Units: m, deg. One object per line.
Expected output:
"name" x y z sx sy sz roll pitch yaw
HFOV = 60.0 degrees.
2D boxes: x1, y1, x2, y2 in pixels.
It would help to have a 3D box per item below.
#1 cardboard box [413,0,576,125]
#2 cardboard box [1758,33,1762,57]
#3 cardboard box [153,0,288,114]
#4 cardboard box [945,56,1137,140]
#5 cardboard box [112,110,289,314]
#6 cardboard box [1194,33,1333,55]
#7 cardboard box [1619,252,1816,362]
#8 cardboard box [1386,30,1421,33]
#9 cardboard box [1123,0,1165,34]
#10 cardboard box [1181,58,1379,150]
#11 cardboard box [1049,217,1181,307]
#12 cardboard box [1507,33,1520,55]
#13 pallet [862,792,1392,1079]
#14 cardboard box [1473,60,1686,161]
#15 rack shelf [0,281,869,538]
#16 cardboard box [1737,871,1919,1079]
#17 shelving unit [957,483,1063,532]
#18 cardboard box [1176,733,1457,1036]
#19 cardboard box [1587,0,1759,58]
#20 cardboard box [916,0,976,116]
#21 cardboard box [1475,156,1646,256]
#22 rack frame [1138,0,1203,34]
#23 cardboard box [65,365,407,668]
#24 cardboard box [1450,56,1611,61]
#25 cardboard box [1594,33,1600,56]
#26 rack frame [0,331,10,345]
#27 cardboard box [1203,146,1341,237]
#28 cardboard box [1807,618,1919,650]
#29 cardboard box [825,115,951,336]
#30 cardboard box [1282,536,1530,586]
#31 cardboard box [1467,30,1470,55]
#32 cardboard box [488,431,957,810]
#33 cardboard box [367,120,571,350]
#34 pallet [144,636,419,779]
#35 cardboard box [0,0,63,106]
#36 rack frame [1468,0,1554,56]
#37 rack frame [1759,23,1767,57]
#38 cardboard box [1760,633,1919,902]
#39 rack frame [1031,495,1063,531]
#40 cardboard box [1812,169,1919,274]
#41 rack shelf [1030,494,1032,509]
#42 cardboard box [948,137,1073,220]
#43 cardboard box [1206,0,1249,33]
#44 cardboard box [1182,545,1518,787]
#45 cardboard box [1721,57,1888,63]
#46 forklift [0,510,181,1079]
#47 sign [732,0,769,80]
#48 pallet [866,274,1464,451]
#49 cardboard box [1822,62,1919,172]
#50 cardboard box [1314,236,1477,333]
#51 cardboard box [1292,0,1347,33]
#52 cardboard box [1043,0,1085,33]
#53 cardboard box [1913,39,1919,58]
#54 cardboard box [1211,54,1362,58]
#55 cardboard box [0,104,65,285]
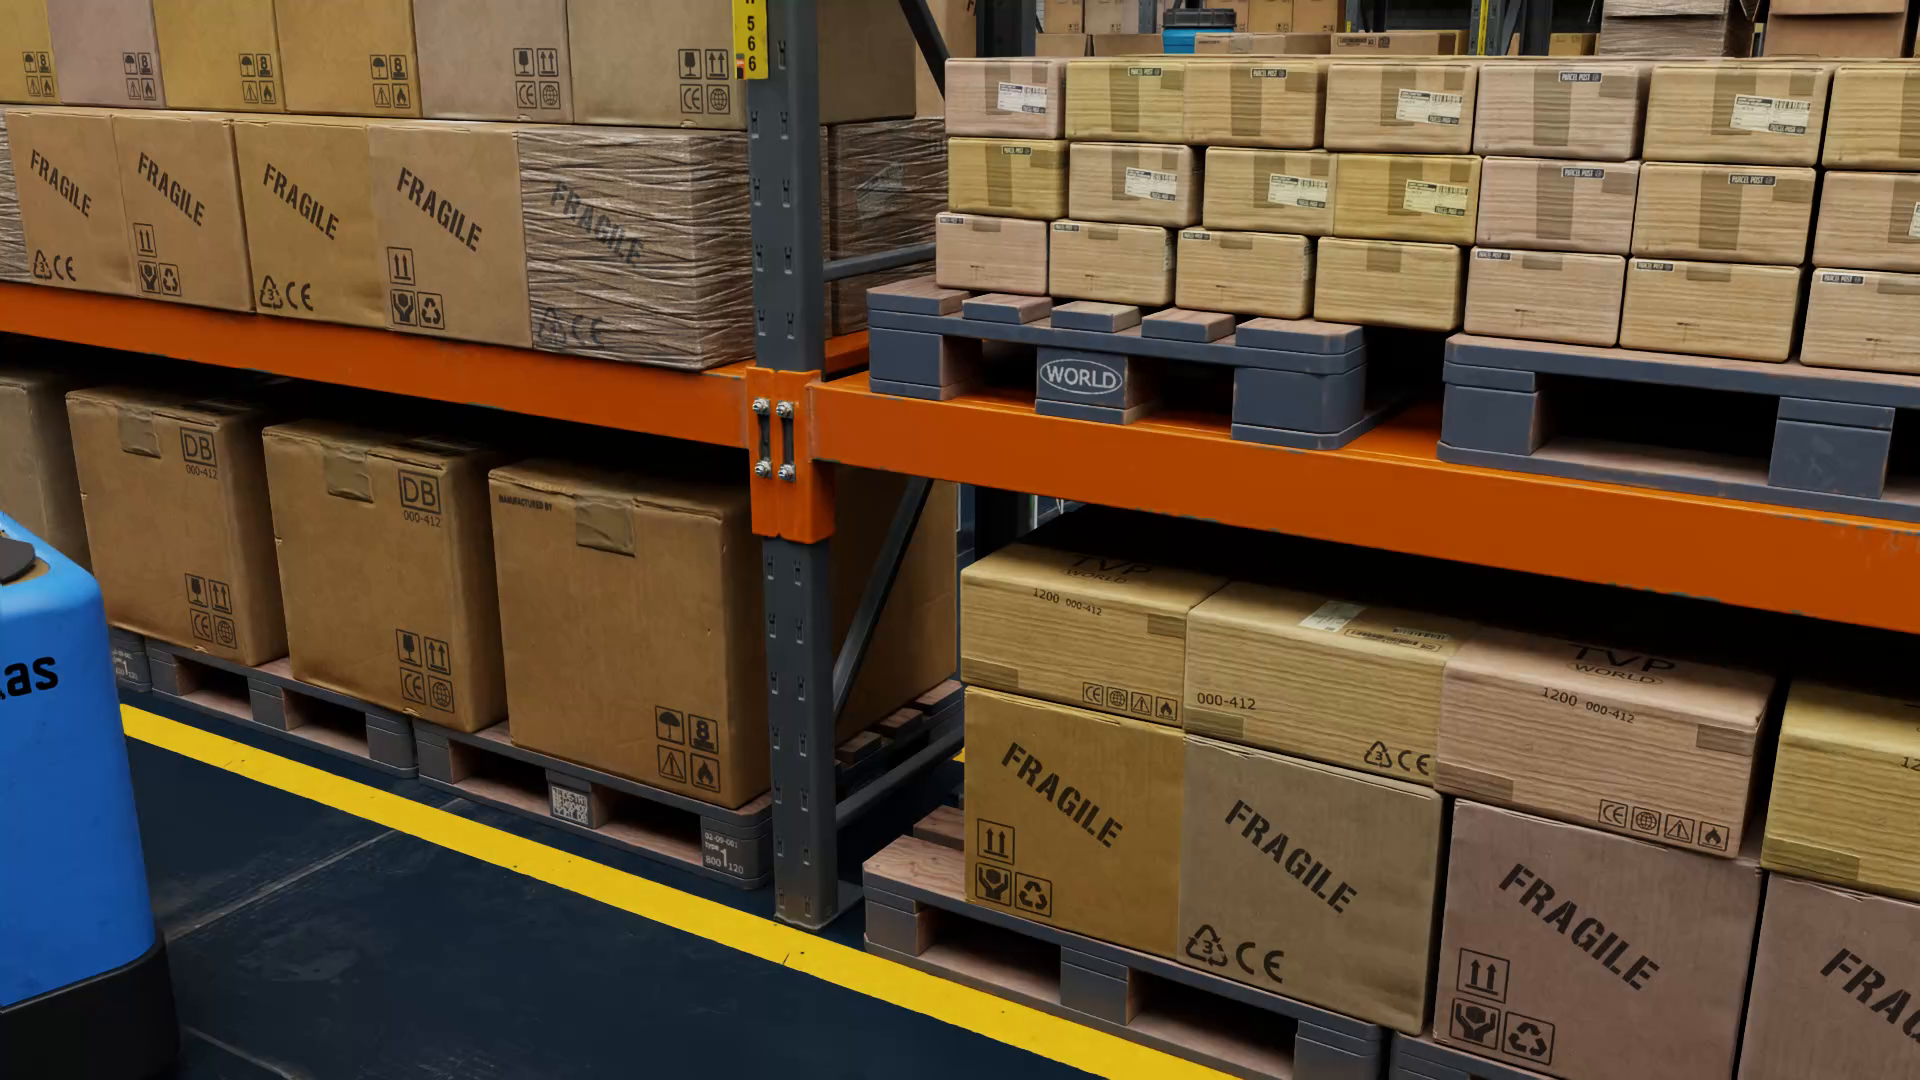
"cardboard box" -0.932 -1.324 4.188 0.500 0.500 0.700 10 19 29
"cardboard box" 9.930 -5.871 20.121 0.500 0.500 0.700 8 18 24
"cardboard box" -1.806 -1.480 4.699 0.500 0.500 0.700 10 20 30
"cardboard box" 0.173 -0.897 3.360 0.250 0.149 0.380 10 20 30
"cardboard box" -1.937 -0.930 4.609 0.500 0.500 0.500 10 20 31
"cardboard box" 1.549 -2.245 8.216 0.500 0.500 0.700 14 22 38
"cardboard box" 1.283 -0.412 2.787 0.250 0.149 0.380 10 20 31
"cardboard box" 5.934 -6.519 22.115 0.500 0.500 0.500 10 20 30
"cardboard box" 2.246 -5.965 18.953 0.500 0.500 0.700 10 20 30
"cardboard box" 0.606 -0.819 3.104 0.250 0.149 0.380 10 20 30
"cardboard box" 0.381 -0.573 3.315 0.250 0.149 0.380 11 20 33
"cardboard box" 7.343 -6.325 21.614 0.500 0.500 0.700 10 20 30
"pallet" 0.542 0.803 3.875 1.213 0.211 1.003 10 20 30
"cardboard box" 1.063 -0.738 2.836 0.250 0.149 0.380 11 20 33
"rack shelf" -1.828 -0.611 4.969 4.000 0.370 1.077 10 20 30
"cardboard box" 1.651 0.745 2.845 0.500 0.500 0.500 10 19 29
"shelving unit" 0.141 -0.549 6.624 0.503 1.200 0.258 10 20 30
"cardboard box" 0.776 0.591 3.354 0.500 0.500 0.500 10 20 31
"cardboard box" 3.173 -2.276 7.316 0.637 0.503 0.797 11 20 32
"cardboard box" -0.246 -2.805 9.199 1.000 1.000 1.000 10 20 30
"cardboard box" 1.072 -0.594 2.873 0.250 0.149 0.380 10 20 30
"rack frame" 1.742 -3.699 13.897 0.127 3.000 1.000 10 20 30
"cardboard box" -2.136 -0.164 5.408 0.750 0.750 1.050 10 20 30
"cardboard box" 1.200 -0.937 3.491 0.250 0.149 0.380 11 20 32
"cardboard box" 8.392 -6.146 21.024 0.500 0.500 0.700 13 21 38
"rack frame" -3.532 -1.259 5.866 0.127 3.000 1.000 10 20 30
"cardboard box" 0.645 -0.670 3.124 0.250 0.149 0.380 9 19 28
"cardboard box" 1.906 0.257 3.162 0.500 0.250 0.500 11 20 32
"cardboard box" -0.365 -0.834 4.293 0.500 0.500 0.500 10 20 31
"cardboard box" 1.033 0.099 3.683 0.500 0.250 0.500 10 20 31
"cardboard box" 6.636 -6.572 22.291 0.500 0.500 0.500 10 19 29
"cardboard box" -0.595 0.110 4.507 0.750 0.750 1.050 10 19 29
"cardboard box" -1.072 -0.777 4.106 0.500 0.500 0.500 10 20 30
"pallet" -1.791 0.359 5.336 1.213 0.211 1.003 10 20 30
"cardboard box" -2.666 -1.634 5.206 0.500 0.500 0.700 10 19 29
"rack frame" 2.558 -1.864 7.856 0.127 3.000 1.000 10 20 30
"rack frame" 7.746 -4.317 15.931 0.127 3.000 1.000 10 20 30
"cardboard box" 1.629 0.385 2.741 0.500 0.250 0.500 9 19 28
"rack frame" 0.349 -0.512 6.502 0.015 1.200 0.240 10 20 30
"cardboard box" 1.513 -0.515 2.614 0.250 0.149 0.380 11 20 32
"rack shelf" 0.141 -0.258 6.712 0.480 0.148 0.258 10 20 30
"cardboard box" 0.183 -0.751 3.389 0.250 0.149 0.380 11 20 33
"cardboard box" 3.098 -5.813 18.452 0.500 0.500 0.700 10 20 30
"cardboard box" 0.770 0.227 3.259 0.500 0.250 0.500 10 19 29
"cardboard box" 1.635 -0.858 3.231 0.250 0.149 0.380 11 20 33
"forklift" -2.966 -0.123 2.243 3.031 2.935 1.130 -15 23 -41
"sign" -0.411 -1.067 3.240 0.005 0.325 0.100 10 20 30
"pallet" 0.540 -0.477 3.621 1.003 0.211 1.213 10 20 30
"cardboard box" 1.500 -0.659 2.578 0.250 0.149 0.380 10 19 29
"cardboard box" 0.842 -0.491 3.046 0.250 0.149 0.380 11 20 33
"cardboard box" 3.956 -5.660 17.948 0.500 0.500 0.700 10 20 30
"cardboard box" 1.365 -6.120 19.463 0.500 0.500 0.700 10 20 30
"cardboard box" 11.057 -5.525 19.190 0.500 0.500 0.500 11 20 32
"cardboard box" 0.747 -1.016 3.752 0.250 0.149 0.380 10 19 29
"cardboard box" -2.794 -1.084 5.116 0.500 0.500 0.500 10 20 30
